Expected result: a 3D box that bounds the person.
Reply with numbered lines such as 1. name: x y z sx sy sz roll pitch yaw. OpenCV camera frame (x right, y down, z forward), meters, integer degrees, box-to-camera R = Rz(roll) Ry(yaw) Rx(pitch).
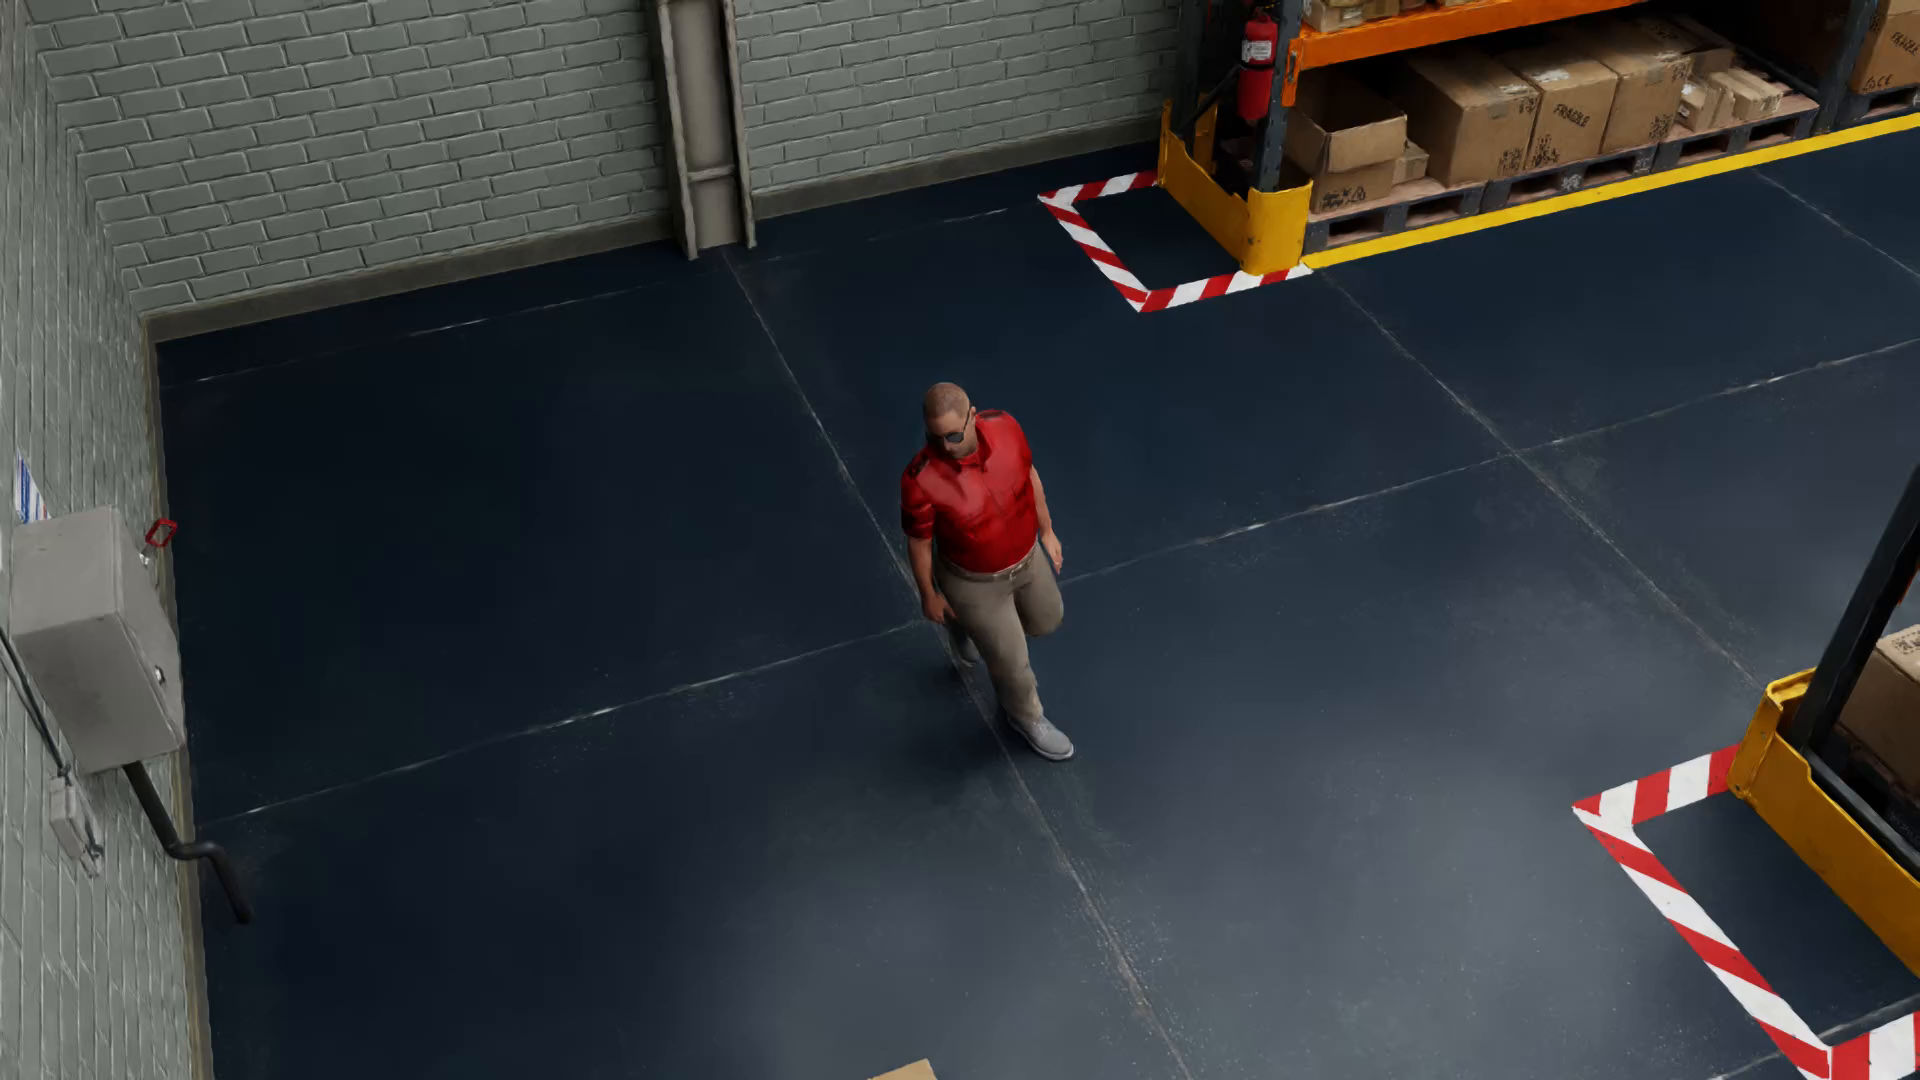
1. person: 0.097 0.097 6.095 0.609 1.675 0.748 -32 50 -31
